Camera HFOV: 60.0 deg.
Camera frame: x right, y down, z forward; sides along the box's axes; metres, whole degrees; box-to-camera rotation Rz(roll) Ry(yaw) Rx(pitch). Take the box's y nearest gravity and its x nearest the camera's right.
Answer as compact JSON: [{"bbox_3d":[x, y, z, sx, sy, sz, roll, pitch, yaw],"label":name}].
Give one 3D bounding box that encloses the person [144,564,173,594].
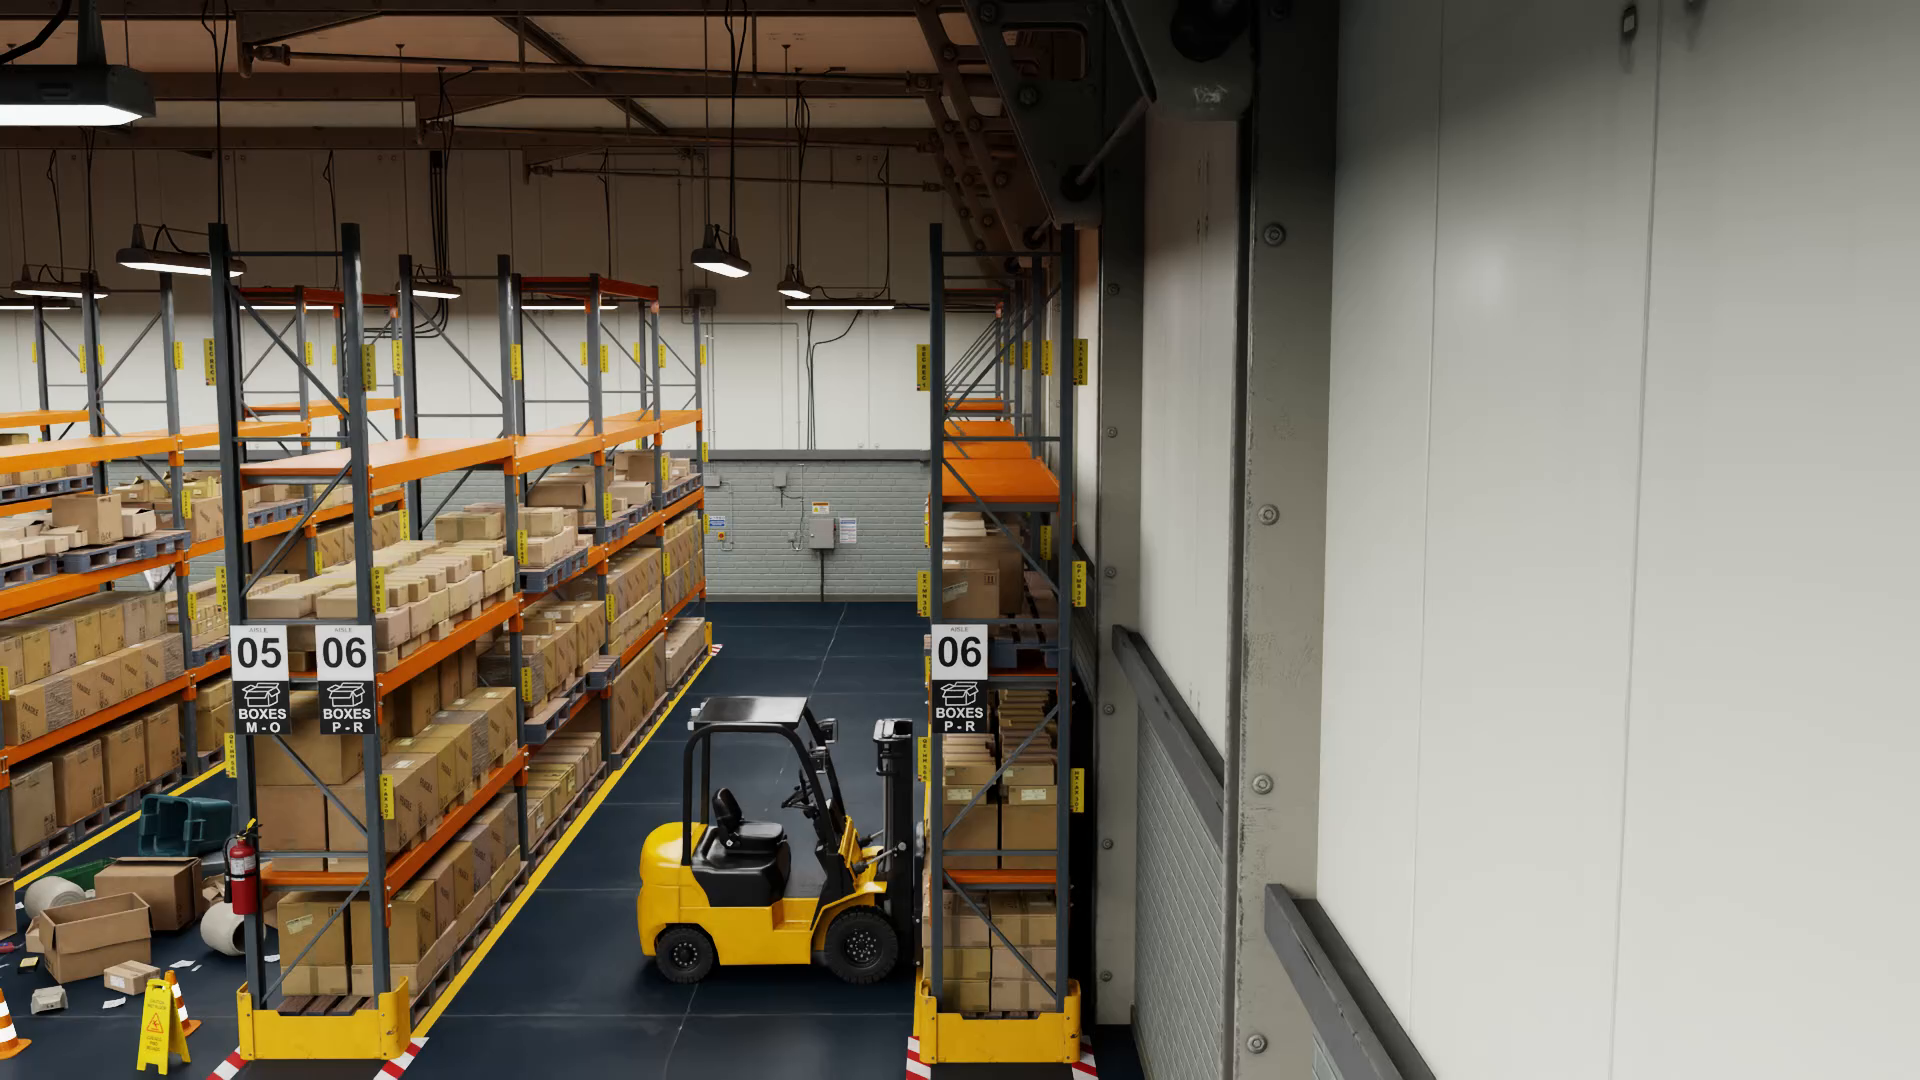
[{"bbox_3d":[-14.748,0.762,30.648,0.517,1.628,0.987,-4,8,-33],"label":"person"}]
